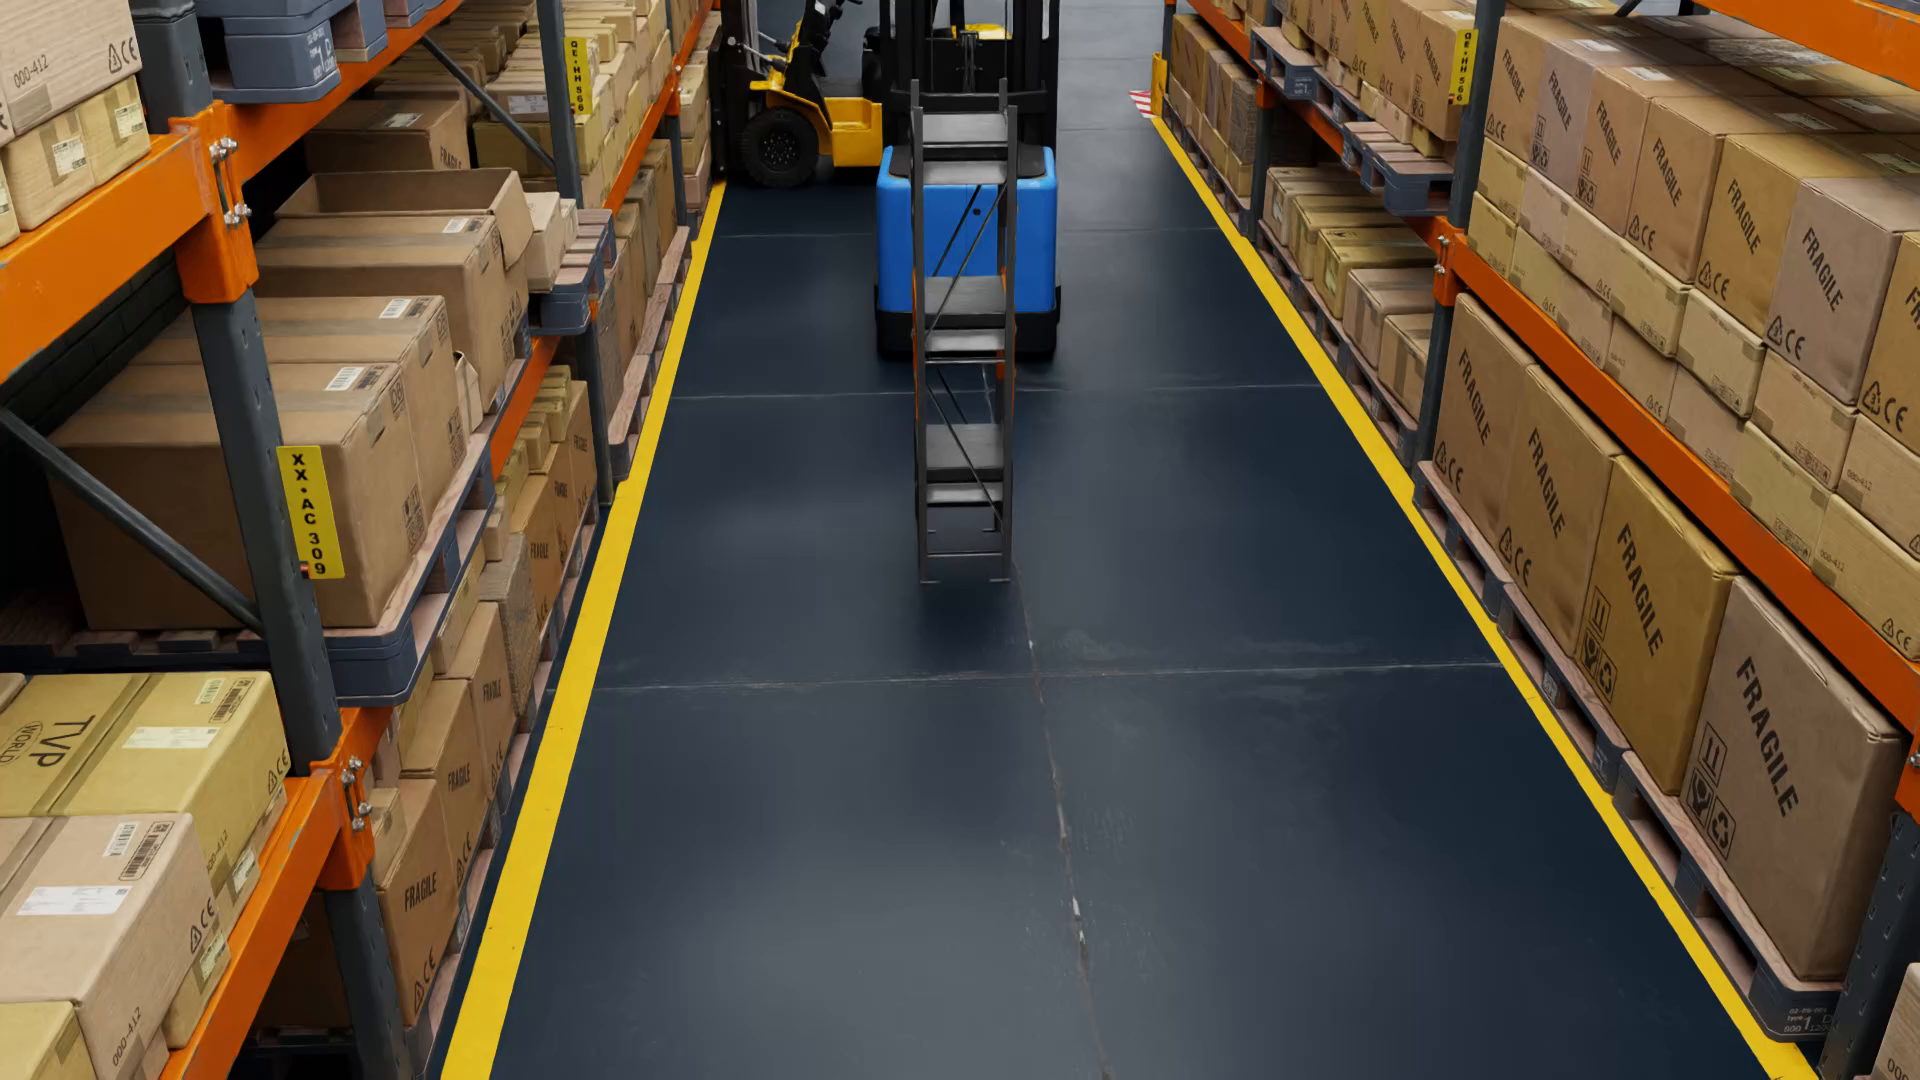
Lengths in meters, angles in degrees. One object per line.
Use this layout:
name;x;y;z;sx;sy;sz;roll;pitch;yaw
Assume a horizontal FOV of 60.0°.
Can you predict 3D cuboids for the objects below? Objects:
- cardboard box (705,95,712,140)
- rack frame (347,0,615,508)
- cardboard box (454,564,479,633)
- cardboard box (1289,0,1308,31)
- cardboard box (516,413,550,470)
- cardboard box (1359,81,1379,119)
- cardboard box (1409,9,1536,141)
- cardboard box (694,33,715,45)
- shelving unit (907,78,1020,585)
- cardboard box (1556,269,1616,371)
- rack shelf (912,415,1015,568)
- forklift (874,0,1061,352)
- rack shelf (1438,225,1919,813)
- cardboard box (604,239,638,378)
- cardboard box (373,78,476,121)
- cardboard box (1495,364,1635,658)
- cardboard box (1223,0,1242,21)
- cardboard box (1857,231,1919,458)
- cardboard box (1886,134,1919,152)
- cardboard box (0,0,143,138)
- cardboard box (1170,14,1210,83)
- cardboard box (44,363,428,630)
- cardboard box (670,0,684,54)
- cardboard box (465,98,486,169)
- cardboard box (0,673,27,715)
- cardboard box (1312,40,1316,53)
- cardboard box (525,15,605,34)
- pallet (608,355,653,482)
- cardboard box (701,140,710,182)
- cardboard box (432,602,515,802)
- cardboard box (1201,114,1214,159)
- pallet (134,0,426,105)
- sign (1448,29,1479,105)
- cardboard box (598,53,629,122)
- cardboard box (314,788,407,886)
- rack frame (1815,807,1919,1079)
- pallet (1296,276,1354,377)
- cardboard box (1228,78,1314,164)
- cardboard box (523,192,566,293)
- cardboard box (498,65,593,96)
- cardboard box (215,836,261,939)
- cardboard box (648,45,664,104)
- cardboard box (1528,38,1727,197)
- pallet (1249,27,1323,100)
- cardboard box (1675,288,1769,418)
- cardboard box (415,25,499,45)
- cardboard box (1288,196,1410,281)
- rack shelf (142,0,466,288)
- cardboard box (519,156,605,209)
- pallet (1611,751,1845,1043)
cardboard box;-2.160;-3.237;12.691;0.500;0.250;0.500;-2;28;-3
rack frame;-2.191;-1.505;7.392;1.000;3.000;0.127;-1;28;-3
cardboard box;-1.866;0.203;5.665;0.380;0.149;0.250;0;28;-1
cardboard box;2.322;-3.382;10.106;0.500;0.500;0.500;-1;28;-2
cardboard box;-1.897;-0.401;6.822;0.380;0.149;0.250;-2;28;-4
cardboard box;2.336;-2.328;8.787;0.380;0.149;0.250;-1;28;-2
cardboard box;2.465;-2.192;7.826;0.500;0.500;0.500;-2;28;-4
cardboard box;-2.204;-3.936;13.492;0.500;0.250;0.500;-1;28;-2
shelving unit;0.009;-0.855;7.118;0.431;2.100;0.503;-1;28;-3
cardboard box;2.606;-0.849;6.297;0.500;0.250;0.500;0;28;-1
rack shelf;0.009;-0.222;7.448;0.431;0.518;0.480;-1;28;-3
forklift;0.062;-3.036;10.401;1.130;2.935;3.031;0;28;1
rack shelf;2.870;-0.384;6.021;1.077;0.370;4.000;-1;28;-3
cardboard box;-2.252;-1.228;8.975;0.875;0.625;0.625;-1;28;-1
cardboard box;-2.410;-1.982;7.498;0.380;0.149;0.250;-1;28;-1
cardboard box;2.761;-0.138;6.614;0.875;0.875;0.875;-1;28;-2
cardboard box;2.180;-3.973;12.395;0.380;0.149;0.250;-2;28;-3
cardboard box;2.701;-0.467;4.213;0.500;0.500;0.500;-1;28;-1
cardboard box;3.161;-0.943;5.126;0.500;0.500;0.500;-2;28;-4
cardboard box;-1.707;-0.837;2.707;0.500;0.250;0.500;-1;28;-2
cardboard box;2.116;-4.231;14.326;0.500;0.500;0.500;-2;28;-4
cardboard box;-1.784;-0.117;4.169;0.700;0.500;0.500;-1;28;-1
cardboard box;-2.162;-3.608;11.316;0.500;0.500;0.500;-2;28;-4
cardboard box;-2.492;-1.861;7.696;0.500;0.250;0.500;-1;28;-2
cardboard box;-2.226;0.512;3.365;0.500;0.250;0.500;-2;28;-3
cardboard box;2.366;-3.041;10.155;0.380;0.149;0.250;0;28;1
cardboard box;-2.101;-2.705;8.883;0.380;0.149;0.250;-1;28;-3
pallet;-2.195;-0.650;8.768;1.003;0.211;1.213;-1;28;-3
cardboard box;-2.136;-2.785;12.365;0.500;0.250;0.500;-2;28;-4
cardboard box;-1.842;0.559;5.683;0.500;0.500;0.500;-2;28;-4
cardboard box;2.198;-3.188;13.138;0.500;0.250;0.500;-1;28;-2
pallet;-1.946;-1.207;3.781;1.213;0.211;1.003;-1;28;-3
sign;2.224;-2.088;7.343;0.100;0.325;0.005;-1;28;-3
cardboard box;-2.004;-2.345;8.623;0.500;0.250;0.500;-2;28;-4
cardboard box;-1.735;0.804;4.511;0.380;0.149;0.250;0;28;0
rack frame;2.975;0.220;4.084;1.000;3.000;0.127;-1;28;-3
pallet;2.666;-1.313;10.040;1.003;0.211;1.213;-1;28;-3
cardboard box;2.258;-3.040;12.044;0.500;0.500;0.500;-2;28;-3
cardboard box;-1.812;-1.145;6.411;0.500;0.250;0.500;-3;28;-5
cardboard box;-1.929;-2.115;7.751;0.380;0.149;0.250;-1;28;-2
cardboard box;-1.678;0.714;3.408;0.380;0.149;0.250;-1;28;-1
cardboard box;-2.080;-2.827;10.090;0.500;0.250;0.500;-2;28;-3
cardboard box;2.583;-1.652;6.484;0.500;0.500;0.500;-1;28;-2
pallet;2.452;-3.033;10.528;1.003;0.211;1.213;-1;28;-3
cardboard box;2.642;-0.602;5.282;0.500;0.250;0.500;-1;28;-1
cardboard box;-2.603;-2.569;8.623;0.380;0.149;0.250;-2;28;-3
cardboard box;2.628;-1.921;10.577;0.950;0.372;0.625;0;28;1
rack shelf;-2.086;-1.593;5.094;1.077;0.370;4.000;-1;28;-3
cardboard box;-1.970;-1.650;7.831;0.500;0.250;0.500;-1;28;-2
pallet;2.859;1.102;5.408;1.003;0.211;1.213;-1;28;-3
